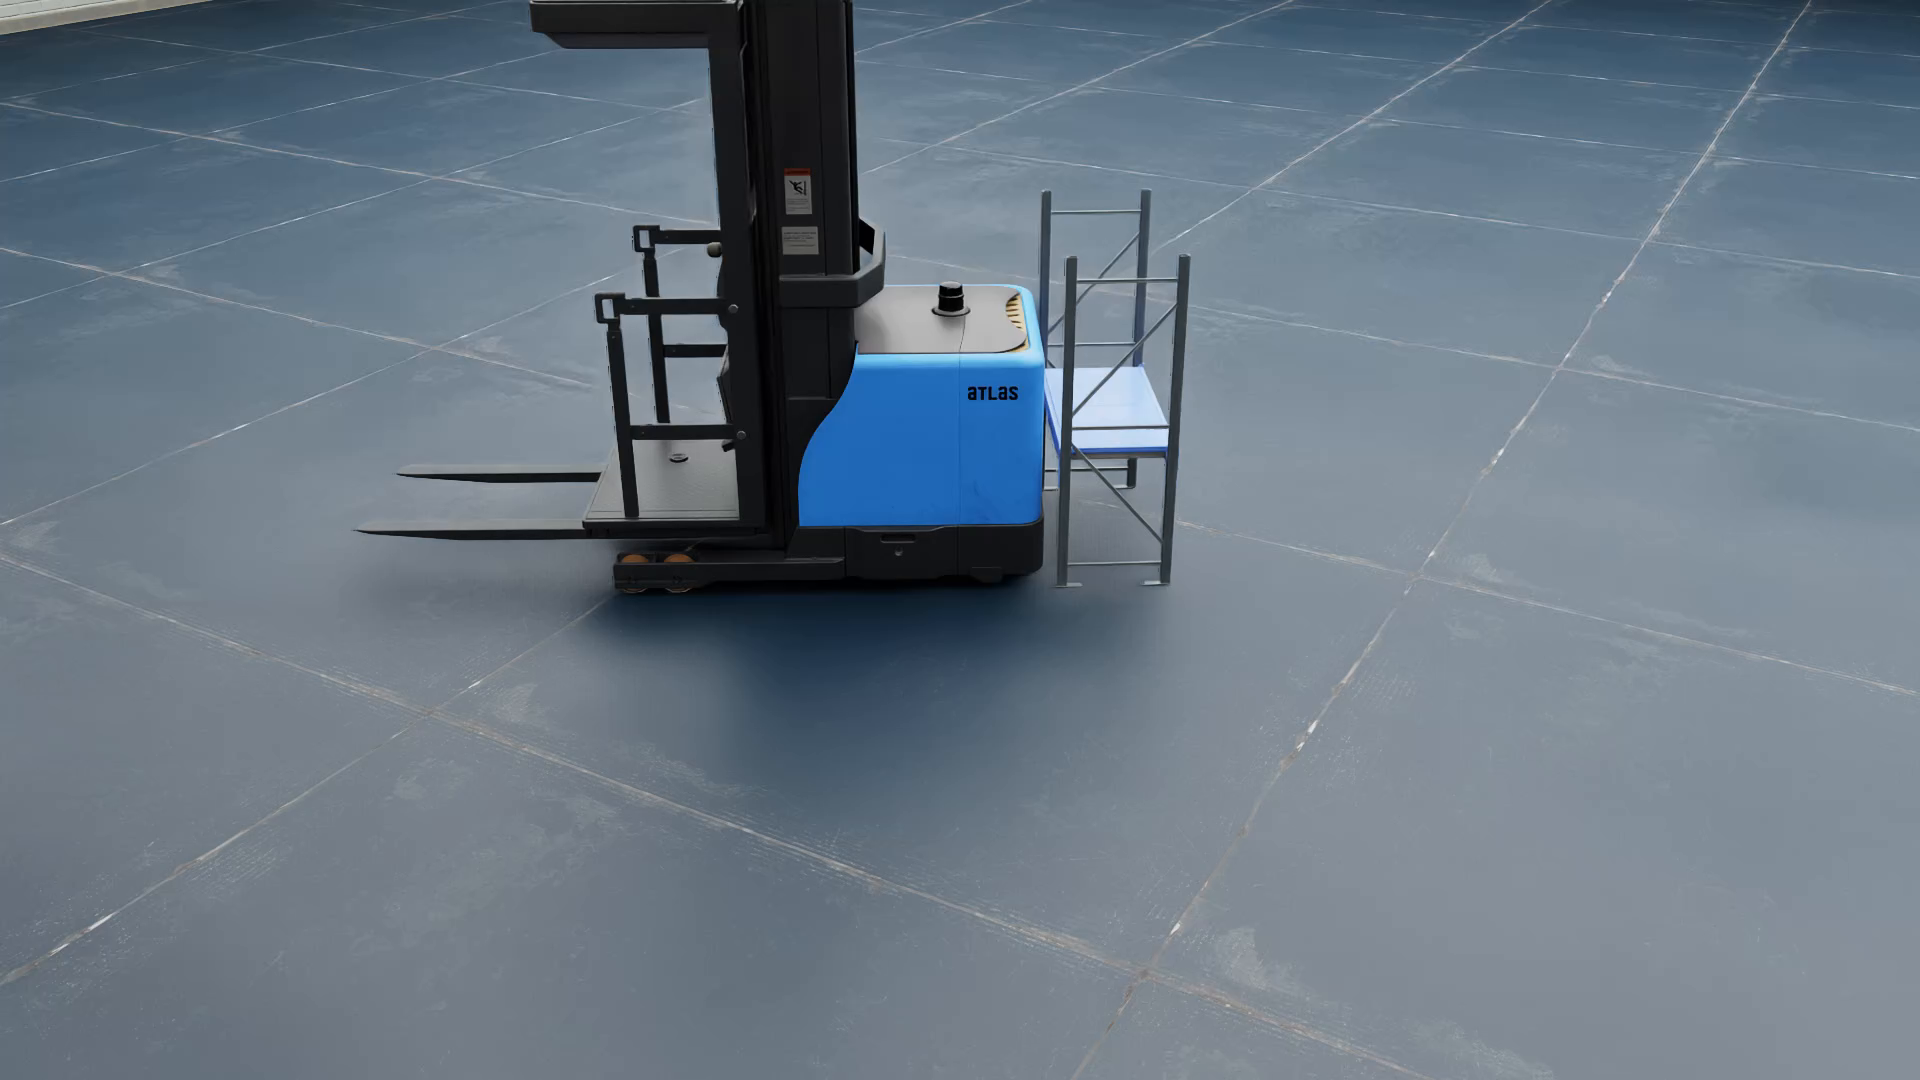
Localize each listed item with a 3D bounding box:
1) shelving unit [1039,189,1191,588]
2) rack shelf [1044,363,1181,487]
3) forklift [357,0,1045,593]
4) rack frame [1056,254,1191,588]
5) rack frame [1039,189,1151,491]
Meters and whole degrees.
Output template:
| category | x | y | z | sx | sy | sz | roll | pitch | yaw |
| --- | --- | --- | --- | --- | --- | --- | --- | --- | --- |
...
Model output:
| category | x | y | z | sx | sy | sz | roll | pitch | yaw |
| --- | --- | --- | --- | --- | --- | --- | --- | --- | --- |
| shelving unit | 0.650 | -0.698 | 7.469 | 0.538 | 1.500 | 1.048 | -1 | 27 | -3 |
| rack shelf | 0.650 | -0.537 | 7.550 | 0.538 | 0.185 | 1.000 | -1 | 27 | -3 |
| forklift | -1.156 | -1.316 | 7.106 | 3.031 | 2.935 | 1.130 | -1 | 27 | -1 |
| rack frame | 0.677 | -0.471 | 7.015 | 0.500 | 1.500 | 0.032 | -1 | 27 | -3 |
| rack frame | 0.622 | -0.925 | 7.923 | 0.500 | 1.500 | 0.032 | -1 | 27 | -3 |
